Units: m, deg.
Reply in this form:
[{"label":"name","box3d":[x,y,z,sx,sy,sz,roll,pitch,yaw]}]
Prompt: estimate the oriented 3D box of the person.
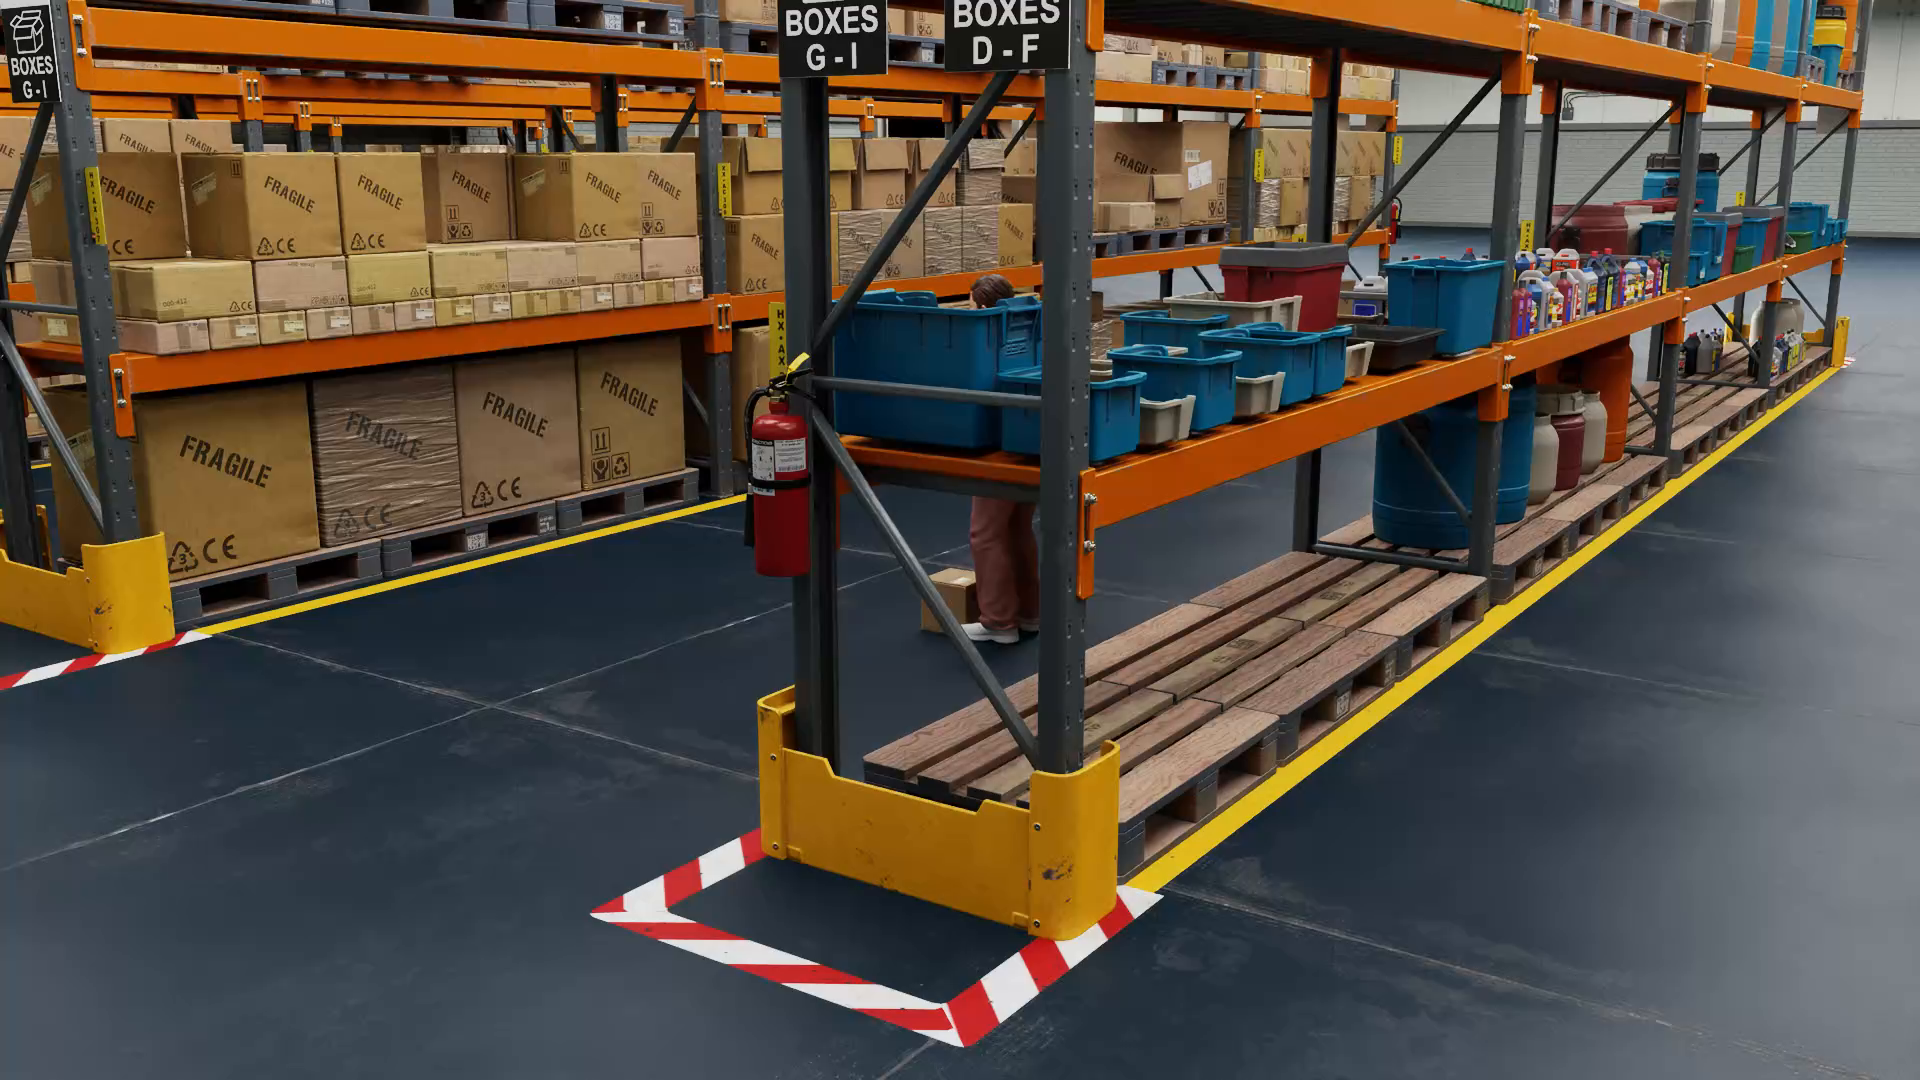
[{"label":"person","box3d":[0.198,-0.369,7.578,0.354,1.673,0.499,9,16,33]}]
